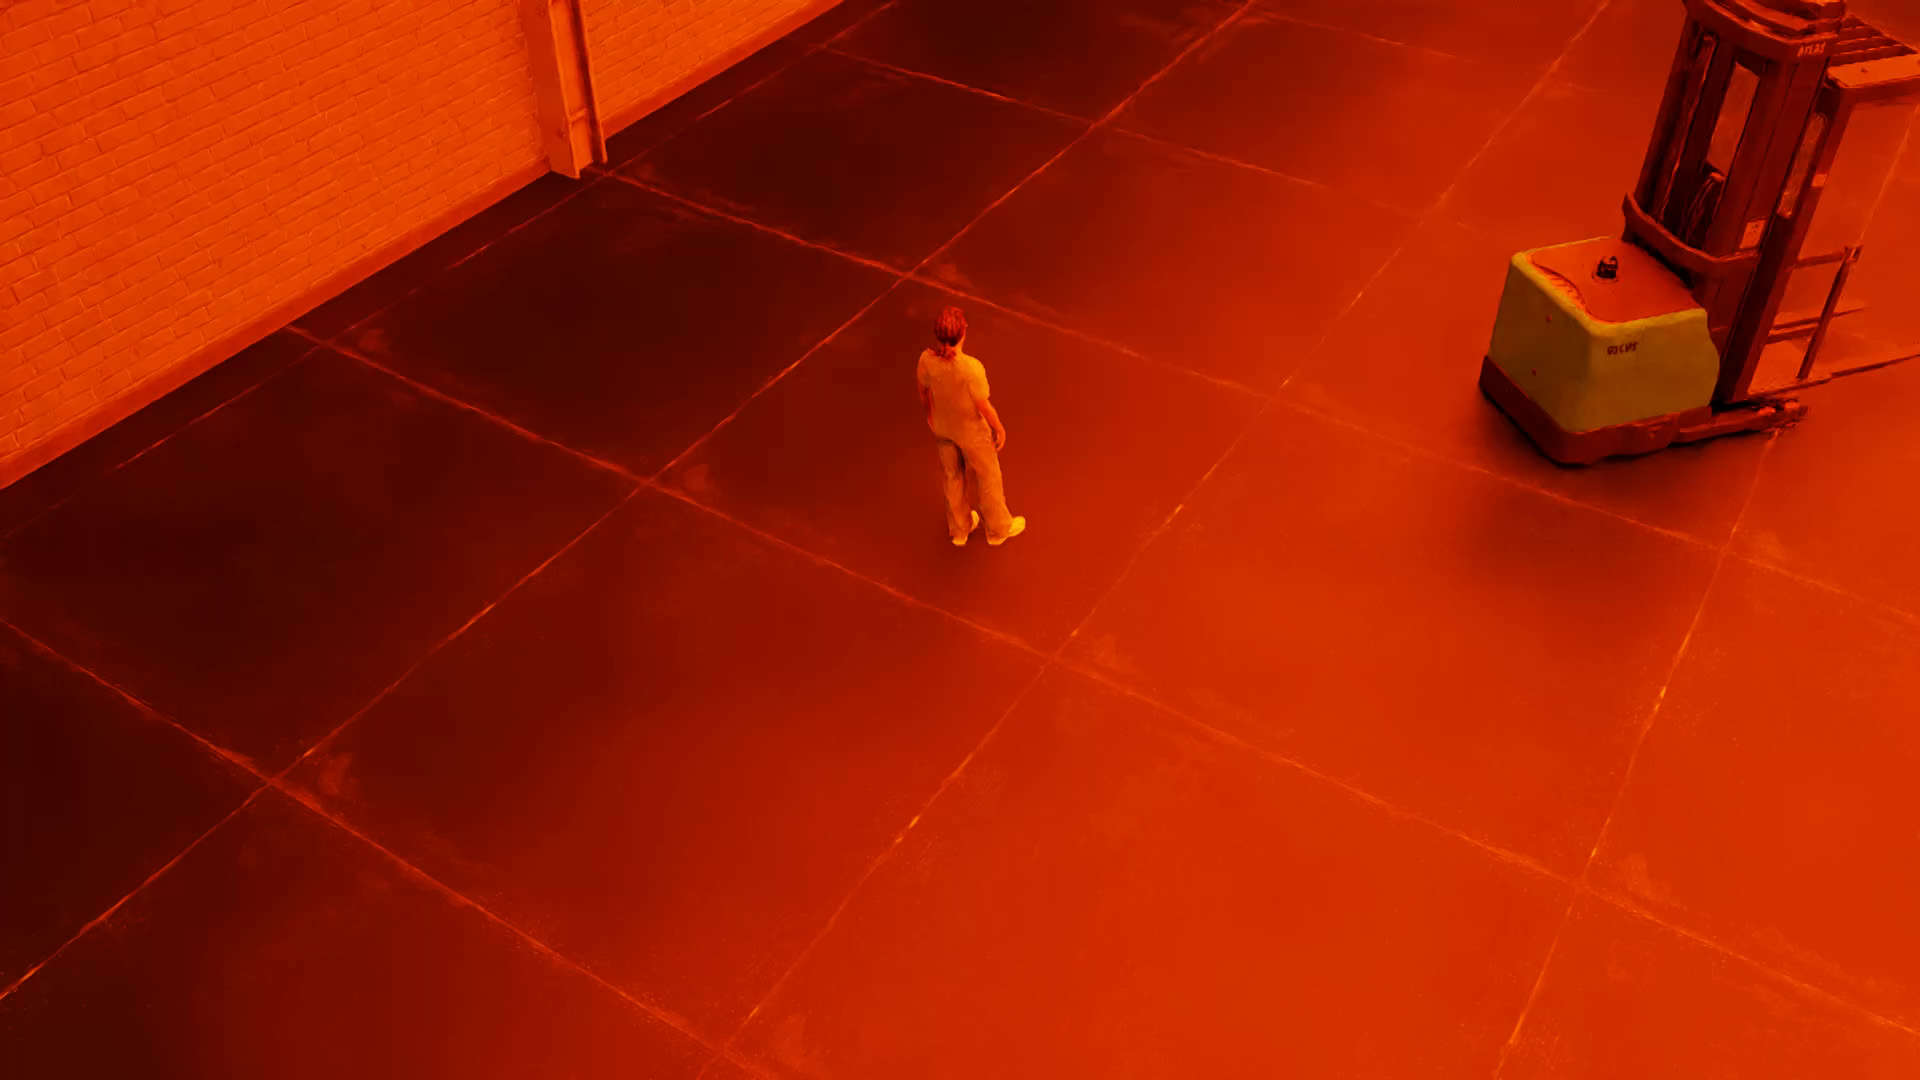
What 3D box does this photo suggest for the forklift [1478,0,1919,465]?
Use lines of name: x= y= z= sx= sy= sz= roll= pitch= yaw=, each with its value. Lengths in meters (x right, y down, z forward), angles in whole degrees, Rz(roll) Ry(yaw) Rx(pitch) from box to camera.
forklift: x=5.130 y=-2.158 z=10.514 sx=3.031 sy=2.935 sz=1.130 roll=-12 pitch=42 yaw=-13

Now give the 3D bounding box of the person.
person: x=0.051 y=-0.680 z=9.730 sx=0.550 sy=1.674 sz=0.548 roll=22 pitch=45 yaw=24
